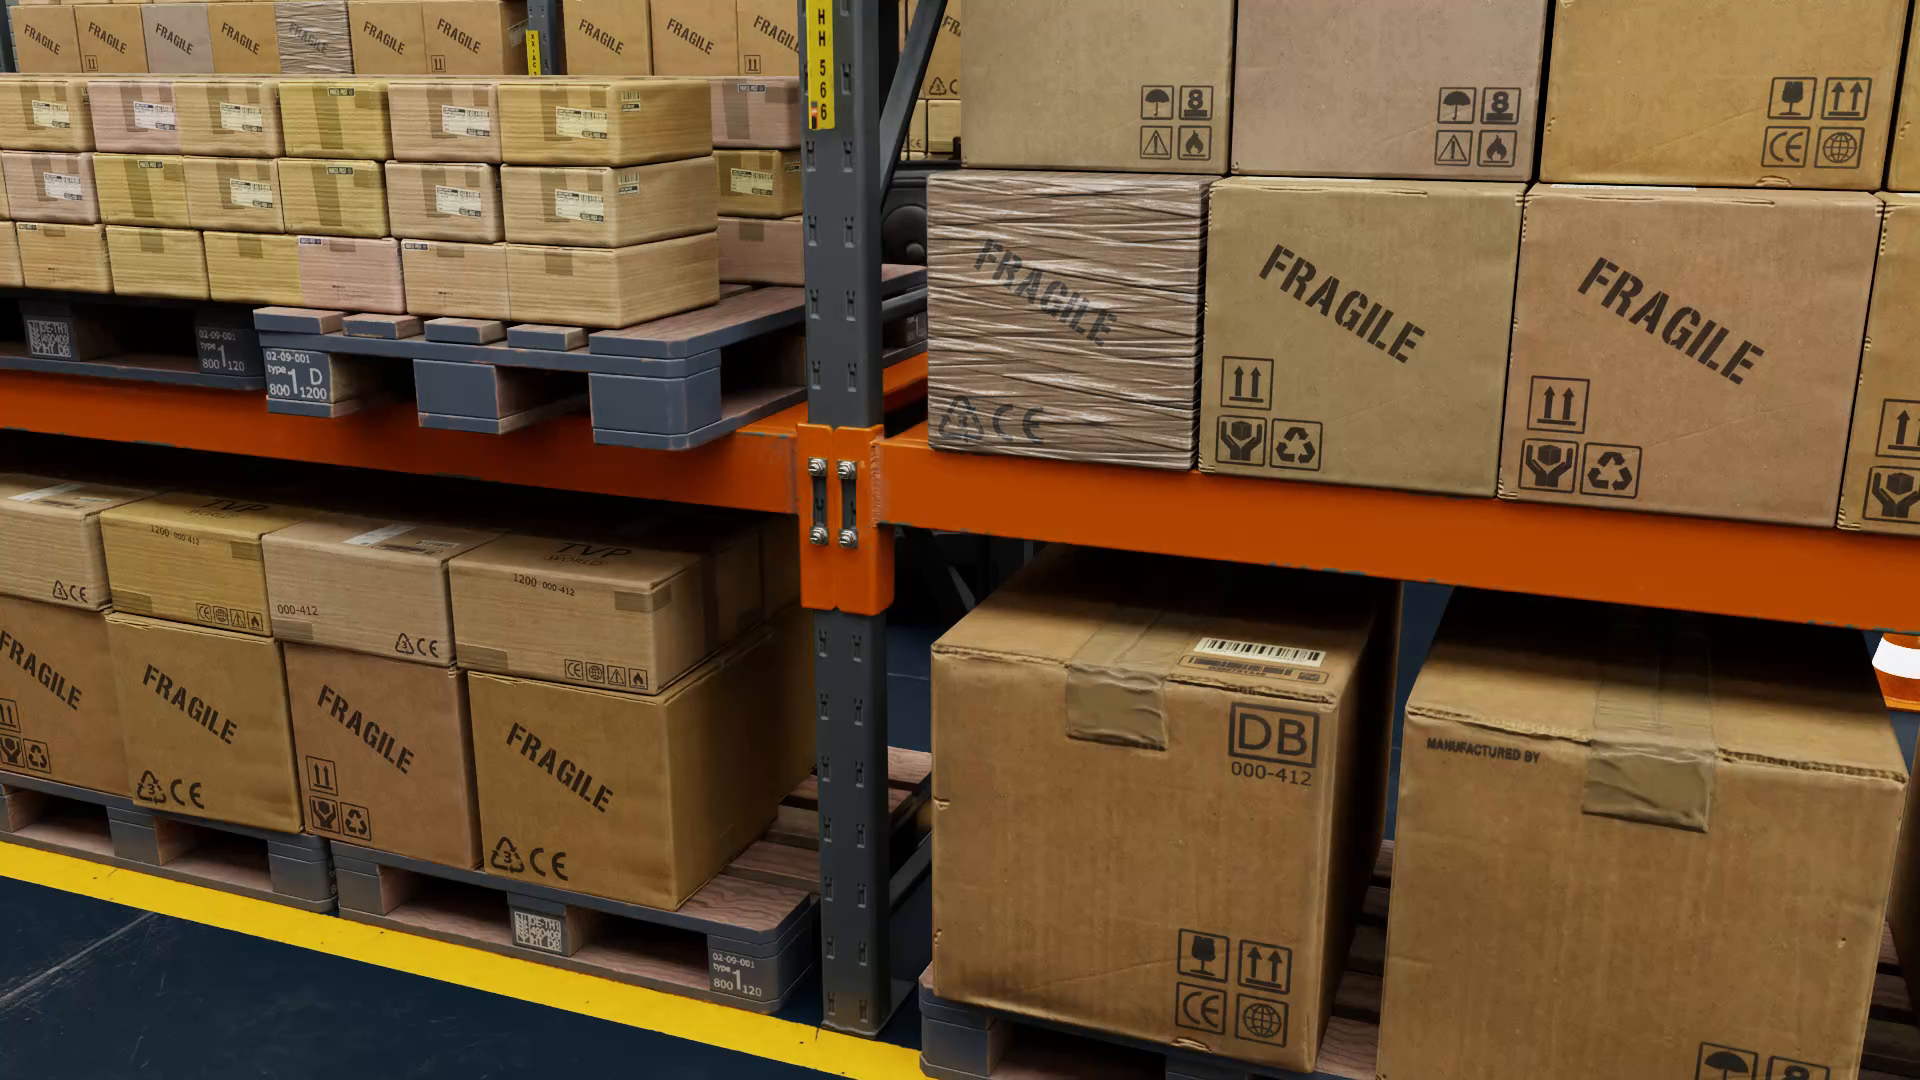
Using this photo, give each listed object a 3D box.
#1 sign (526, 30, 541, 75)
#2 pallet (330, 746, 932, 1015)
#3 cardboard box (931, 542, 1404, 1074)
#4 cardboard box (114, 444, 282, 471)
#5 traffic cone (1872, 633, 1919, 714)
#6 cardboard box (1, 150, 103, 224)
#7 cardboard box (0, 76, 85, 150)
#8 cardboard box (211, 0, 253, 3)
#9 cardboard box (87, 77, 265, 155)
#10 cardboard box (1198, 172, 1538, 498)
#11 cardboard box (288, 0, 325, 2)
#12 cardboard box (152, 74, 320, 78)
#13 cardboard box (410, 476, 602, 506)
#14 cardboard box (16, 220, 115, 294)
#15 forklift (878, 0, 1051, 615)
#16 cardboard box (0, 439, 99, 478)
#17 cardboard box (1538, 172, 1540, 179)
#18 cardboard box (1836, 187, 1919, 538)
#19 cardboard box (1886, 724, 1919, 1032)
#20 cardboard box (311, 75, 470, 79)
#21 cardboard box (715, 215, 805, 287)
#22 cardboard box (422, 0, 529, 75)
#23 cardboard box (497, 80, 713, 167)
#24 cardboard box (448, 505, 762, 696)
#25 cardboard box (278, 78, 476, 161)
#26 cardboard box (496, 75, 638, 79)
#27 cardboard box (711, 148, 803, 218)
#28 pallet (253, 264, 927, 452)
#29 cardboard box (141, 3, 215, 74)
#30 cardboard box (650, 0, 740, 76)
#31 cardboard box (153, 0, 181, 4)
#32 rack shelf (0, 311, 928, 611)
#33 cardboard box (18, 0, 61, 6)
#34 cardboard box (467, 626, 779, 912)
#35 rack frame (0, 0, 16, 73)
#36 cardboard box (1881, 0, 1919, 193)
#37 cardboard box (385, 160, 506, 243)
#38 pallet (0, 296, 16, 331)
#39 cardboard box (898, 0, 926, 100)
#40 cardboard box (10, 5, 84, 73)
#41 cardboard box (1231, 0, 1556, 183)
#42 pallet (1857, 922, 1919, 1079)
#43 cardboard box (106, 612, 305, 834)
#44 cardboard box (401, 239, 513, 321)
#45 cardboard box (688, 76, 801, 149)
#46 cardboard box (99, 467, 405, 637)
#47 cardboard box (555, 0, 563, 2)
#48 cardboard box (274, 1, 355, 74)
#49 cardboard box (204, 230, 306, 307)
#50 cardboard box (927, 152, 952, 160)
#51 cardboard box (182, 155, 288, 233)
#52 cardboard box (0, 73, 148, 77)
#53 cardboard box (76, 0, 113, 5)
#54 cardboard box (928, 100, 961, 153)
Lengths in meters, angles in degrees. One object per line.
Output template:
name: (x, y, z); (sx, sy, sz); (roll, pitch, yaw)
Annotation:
sign: (-2.256, -2.528, 8.808); (0.005, 0.325, 0.100); (6, 17, 21)
pallet: (-0.781, 0.743, 4.234); (1.213, 0.211, 1.003); (6, 17, 21)
cardboard box: (0.479, 0.449, 3.529); (0.750, 0.750, 1.050); (6, 17, 20)
cardboard box: (-2.020, -0.169, 4.760); (0.500, 0.250, 0.500); (5, 17, 18)
traffic cone: (3.085, 0.284, 5.366); (0.334, 0.463, 0.336); (6, 17, 21)
cardboard box: (-1.882, -0.803, 3.723); (0.250, 0.149, 0.380); (7, 18, 22)
cardboard box: (-2.123, -0.973, 3.775); (0.250, 0.149, 0.380); (7, 18, 22)
cardboard box: (-4.119, -3.190, 9.645); (0.250, 0.149, 0.380); (6, 17, 19)
cardboard box: (-1.627, -0.919, 3.589); (0.250, 0.149, 0.380); (6, 17, 21)
cardboard box: (0.738, -0.396, 2.979); (0.500, 0.500, 0.500); (6, 17, 20)
cardboard box: (-3.623, -3.154, 9.523); (0.250, 0.149, 0.380); (6, 17, 19)
cardboard box: (-1.868, -1.140, 4.351); (0.250, 0.149, 0.380); (6, 17, 20)
cardboard box: (-1.079, -0.062, 4.392); (0.500, 0.250, 0.500); (6, 17, 20)
cardboard box: (-1.874, -0.660, 3.765); (0.250, 0.149, 0.380); (7, 18, 22)
forklift: (0.127, -1.235, 6.171); (1.130, 2.935, 3.031); (-3, 17, -11)
cardboard box: (-2.689, -0.088, 4.482); (0.500, 0.250, 0.500); (7, 18, 22)
cardboard box: (1.391, -0.484, 3.283); (0.500, 0.500, 0.500); (6, 17, 20)
cardboard box: (1.669, -0.293, 2.623); (0.500, 0.500, 0.500); (6, 17, 20)
cardboard box: (2.160, 0.633, 2.896); (0.750, 0.750, 1.050); (6, 17, 21)
cardboard box: (-1.390, -1.087, 4.168); (0.250, 0.149, 0.380); (7, 18, 23)
cardboard box: (-0.397, -0.694, 3.883); (0.250, 0.149, 0.380); (6, 17, 20)
cardboard box: (-2.594, -2.724, 9.202); (0.500, 0.500, 0.500); (6, 17, 20)
cardboard box: (-0.679, -0.813, 3.225); (0.250, 0.149, 0.380); (6, 17, 18)
cardboard box: (-0.787, 0.121, 3.761); (0.500, 0.250, 0.500); (6, 17, 19)
cardboard box: (-1.155, -0.866, 3.408); (0.250, 0.149, 0.380); (7, 18, 22)
cardboard box: (-0.891, -1.033, 3.981); (0.250, 0.149, 0.380); (6, 17, 20)
cardboard box: (-0.431, -0.841, 3.853); (0.250, 0.149, 0.380); (7, 18, 23)
pallet: (-0.757, -0.468, 3.751); (1.003, 0.211, 1.213); (6, 17, 21)
cardboard box: (-4.468, -2.931, 9.918); (0.500, 0.500, 0.500); (6, 17, 20)
cardboard box: (-1.266, -2.582, 8.716); (0.500, 0.500, 0.500); (6, 17, 20)
cardboard box: (-4.561, -3.259, 9.884); (0.250, 0.149, 0.380); (6, 17, 21)
rack shelf: (-1.915, -0.374, 4.374); (4.000, 0.370, 1.077); (6, 17, 21)
cardboard box: (-5.546, -3.359, 10.229); (0.250, 0.149, 0.380); (7, 17, 22)
cardboard box: (-0.763, 0.484, 3.857); (0.500, 0.500, 0.500); (6, 17, 20)
rack frame: (-5.775, -2.628, 10.845); (0.127, 3.000, 1.000); (6, 17, 21)
cardboard box: (1.784, -0.840, 2.712); (0.500, 0.500, 0.700); (6, 17, 20)
cardboard box: (-0.930, -0.699, 3.363); (0.250, 0.149, 0.380); (7, 18, 23)
pallet: (-3.118, -0.716, 4.605); (1.213, 0.211, 1.003); (6, 17, 21)
cardboard box: (-0.317, -2.479, 8.361); (0.500, 0.500, 0.500); (6, 17, 20)
cardboard box: (-5.433, -3.033, 10.268); (0.500, 0.500, 0.500); (6, 17, 19)
cardboard box: (0.830, -0.944, 3.071); (0.500, 0.500, 0.700); (6, 17, 20)
pallet: (1.782, 1.049, 3.181); (1.213, 0.211, 1.003); (6, 17, 21)
cardboard box: (-1.742, 0.380, 4.215); (0.500, 0.500, 0.500); (5, 17, 18)
cardboard box: (-0.913, -0.553, 3.397); (0.250, 0.149, 0.380); (6, 17, 20)
cardboard box: (-0.418, -0.980, 3.800); (0.250, 0.149, 0.380); (6, 17, 21)
cardboard box: (-1.728, 0.016, 4.122); (0.500, 0.250, 0.500); (7, 17, 22)
cardboard box: (-2.252, -3.158, 9.535); (0.250, 0.149, 0.380); (6, 17, 20)
cardboard box: (-3.540, -2.827, 9.559); (0.500, 0.500, 0.500); (7, 17, 21)
cardboard box: (-1.383, -0.606, 3.579); (0.250, 0.149, 0.380); (6, 17, 20)
cardboard box: (0.158, -1.826, 8.351); (0.500, 0.250, 0.500); (6, 17, 20)
cardboard box: (-1.409, -0.750, 3.542); (0.250, 0.149, 0.380); (6, 17, 21)
cardboard box: (-2.369, -1.194, 4.536); (0.250, 0.149, 0.380); (6, 17, 19)
cardboard box: (-5.076, -3.295, 10.006); (0.250, 0.149, 0.380); (7, 18, 22)
cardboard box: (0.162, -2.060, 8.261); (0.500, 0.250, 0.500); (6, 17, 19)
